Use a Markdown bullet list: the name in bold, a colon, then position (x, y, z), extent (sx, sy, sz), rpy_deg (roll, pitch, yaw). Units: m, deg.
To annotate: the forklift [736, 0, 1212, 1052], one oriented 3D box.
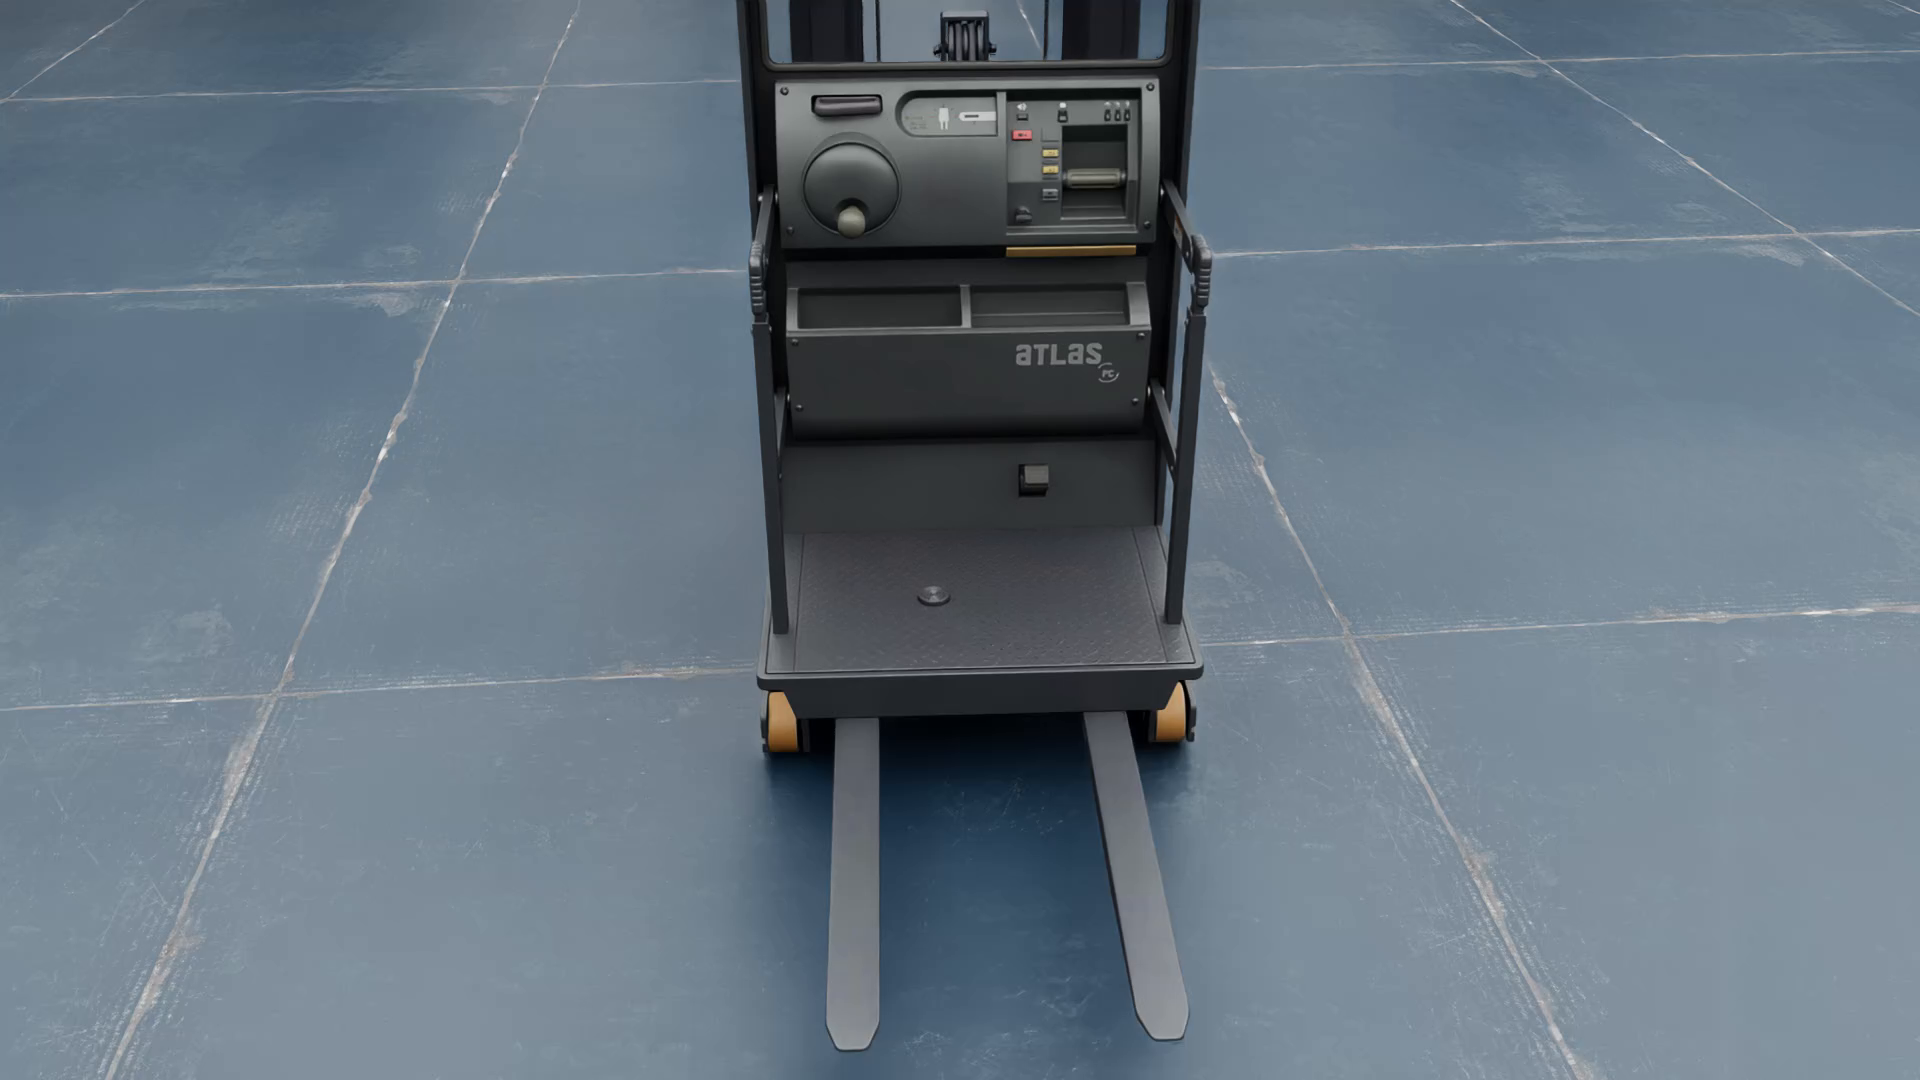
- **forklift**: position (0.032, -0.874, 3.855), extent (1.130, 2.935, 3.031), rpy_deg (-1, 31, -2)
